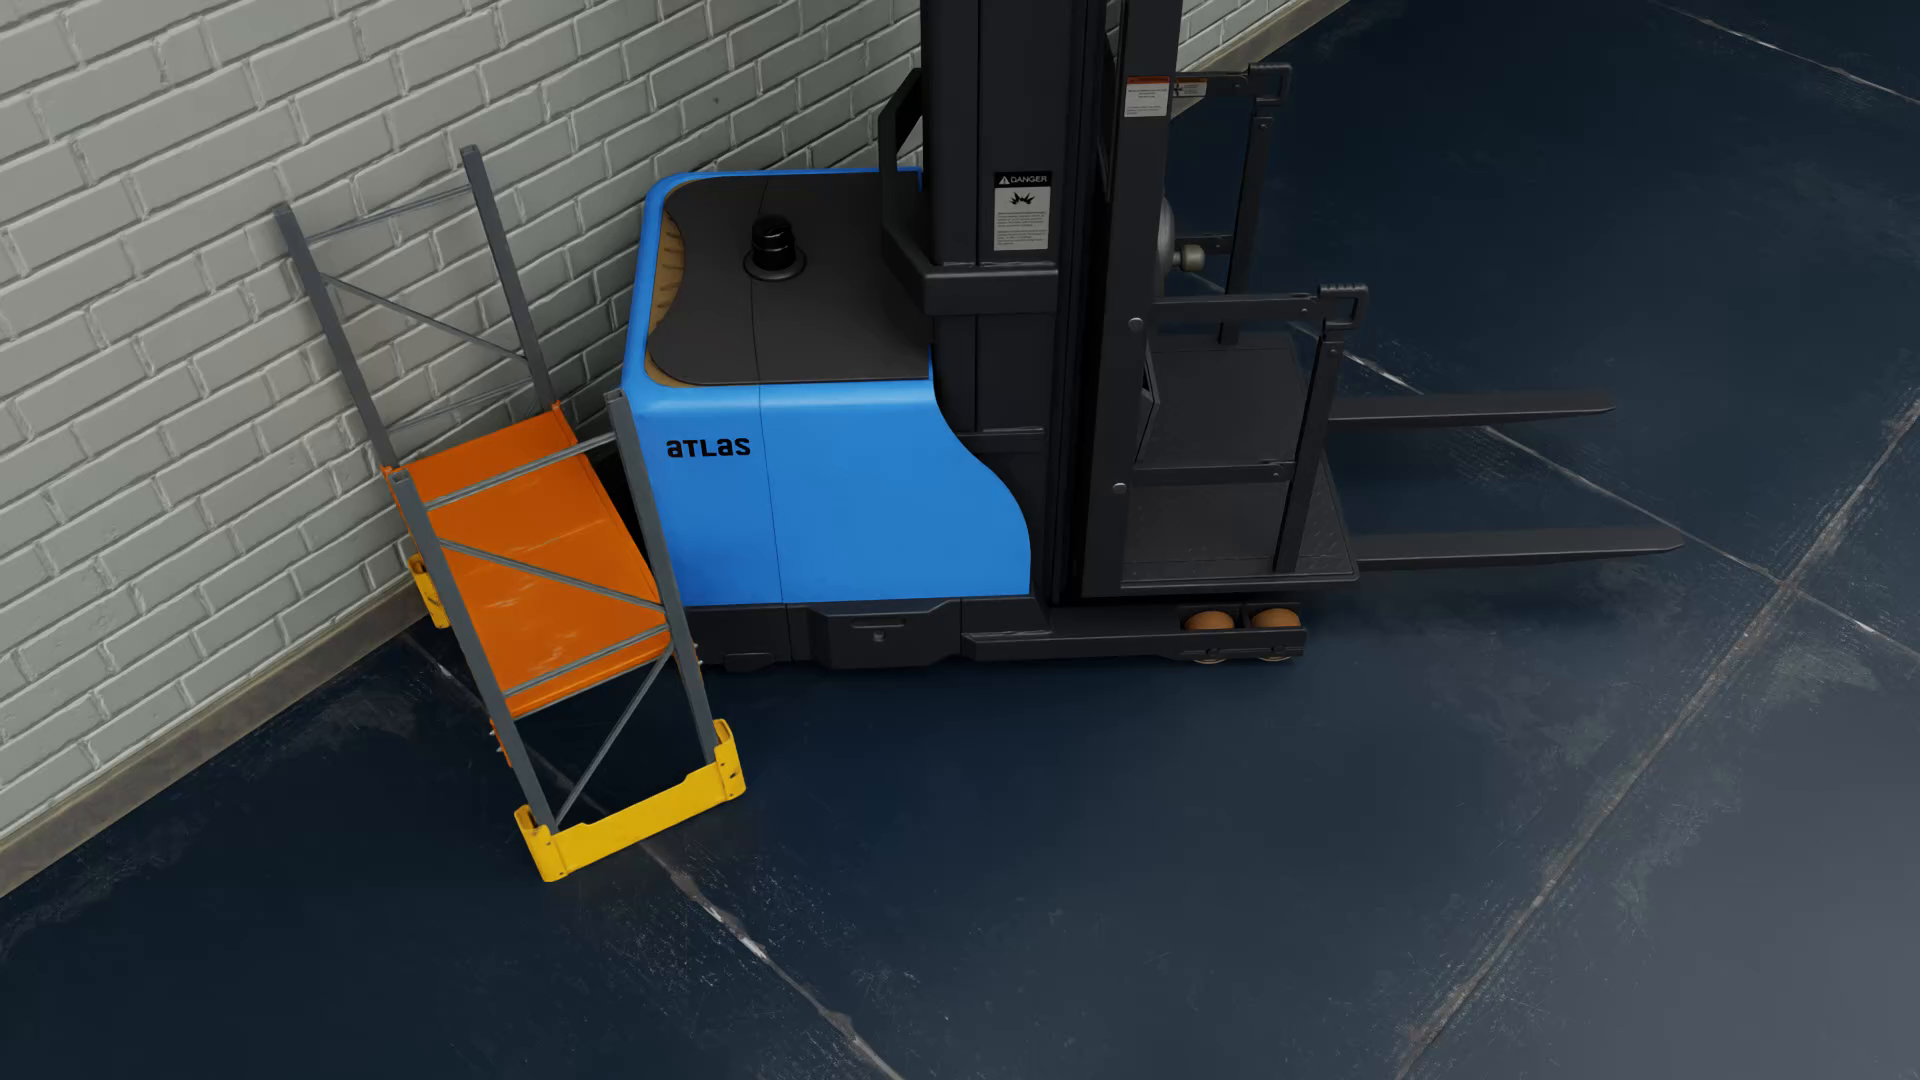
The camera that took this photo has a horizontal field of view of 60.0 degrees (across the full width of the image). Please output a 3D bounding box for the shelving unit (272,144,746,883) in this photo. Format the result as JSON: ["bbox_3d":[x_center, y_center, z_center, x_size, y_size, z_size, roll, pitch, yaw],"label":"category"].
[{"bbox_3d":[-1.128,-0.045,4.245,0.587,1.500,1.083,-23,51,-17],"label":"shelving unit"}]

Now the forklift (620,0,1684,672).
[{"bbox_3d":[0.622,-1.025,4.202,3.031,2.935,1.130,-2,47,-2],"label":"forklift"}]

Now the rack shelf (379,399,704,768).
[{"bbox_3d":[-1.115,0.080,4.373,0.538,0.185,1.000,-23,51,-17],"label":"rack shelf"}]

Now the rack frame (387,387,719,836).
[{"bbox_3d":[-0.882,0.286,3.933,0.500,1.500,0.032,-23,51,-17],"label":"rack frame"}]

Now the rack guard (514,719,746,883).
[{"bbox_3d":[-0.863,0.691,4.410,0.587,0.250,0.087,-23,51,-17],"label":"rack guard"}]

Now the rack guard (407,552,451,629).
[{"bbox_3d":[-1.337,0.052,5.010,0.587,0.250,0.087,-23,51,-17],"label":"rack guard"}]

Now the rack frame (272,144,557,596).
[{"bbox_3d":[-1.365,-0.365,4.546,0.500,1.500,0.032,-23,51,-17],"label":"rack frame"}]
